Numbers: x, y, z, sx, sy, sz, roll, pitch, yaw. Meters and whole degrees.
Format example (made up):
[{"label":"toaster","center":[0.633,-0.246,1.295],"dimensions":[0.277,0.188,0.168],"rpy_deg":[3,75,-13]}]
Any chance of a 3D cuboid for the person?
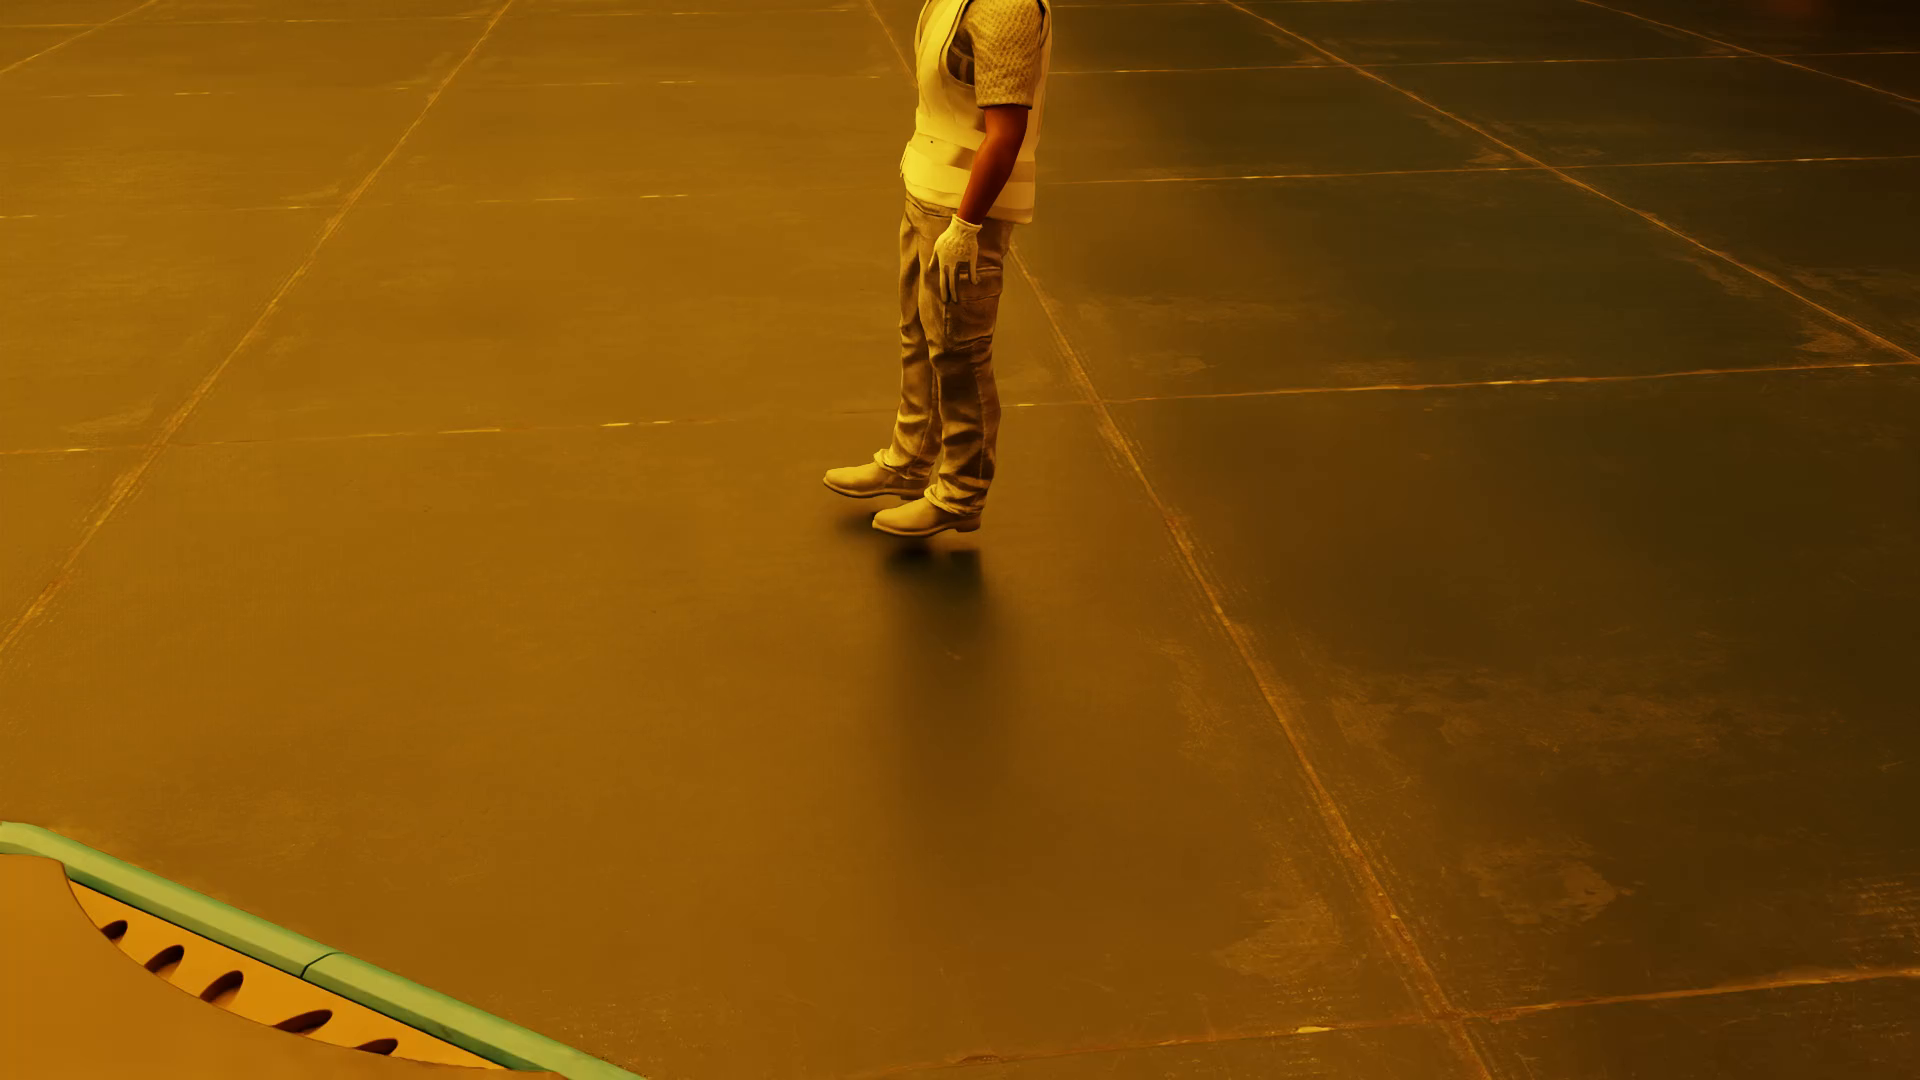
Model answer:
[{"label":"person","center":[-0.072,-0.846,4.198],"dimensions":[0.577,1.781,0.656],"rpy_deg":[-3,26,-7]}]
